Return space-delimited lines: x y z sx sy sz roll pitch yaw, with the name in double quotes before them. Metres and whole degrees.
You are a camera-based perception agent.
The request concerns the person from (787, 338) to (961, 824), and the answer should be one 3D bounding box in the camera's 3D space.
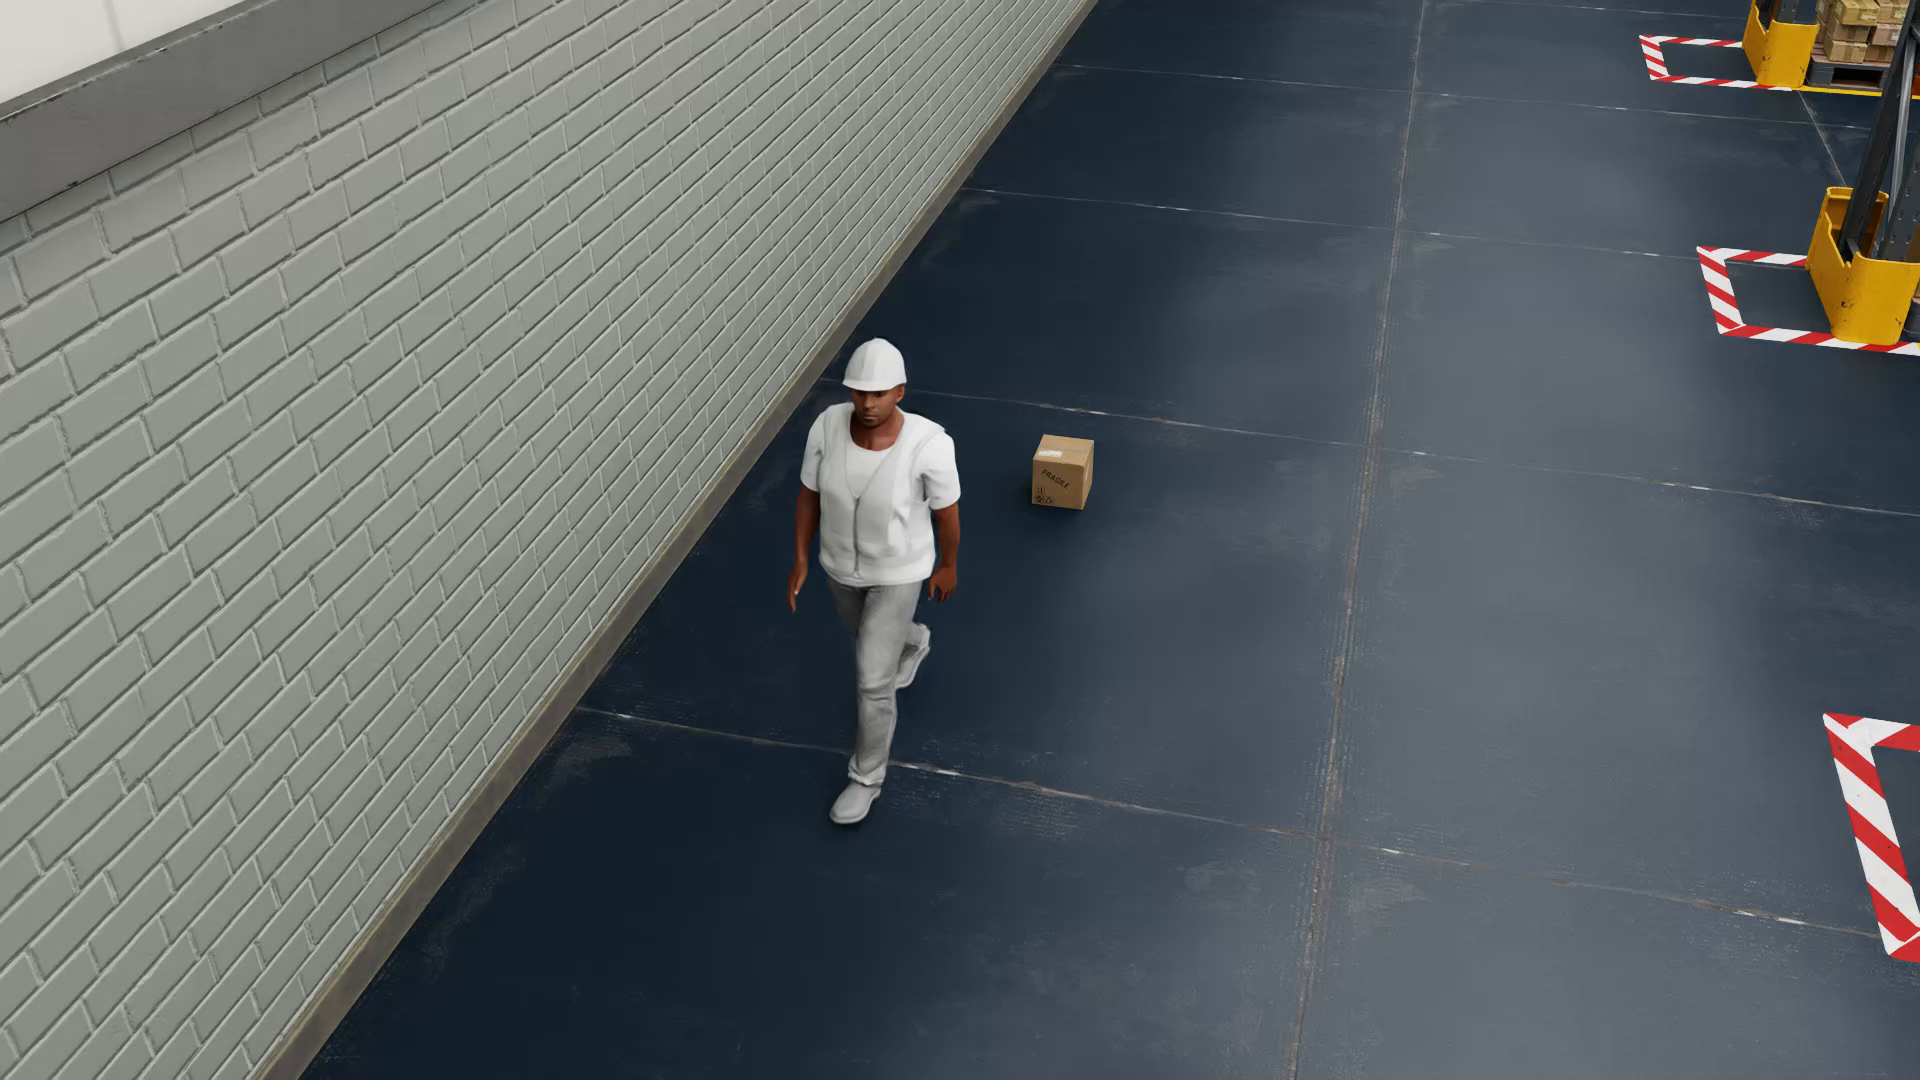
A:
"person" -0.307 0.078 5.996 0.564 1.725 1.037 15 35 22
